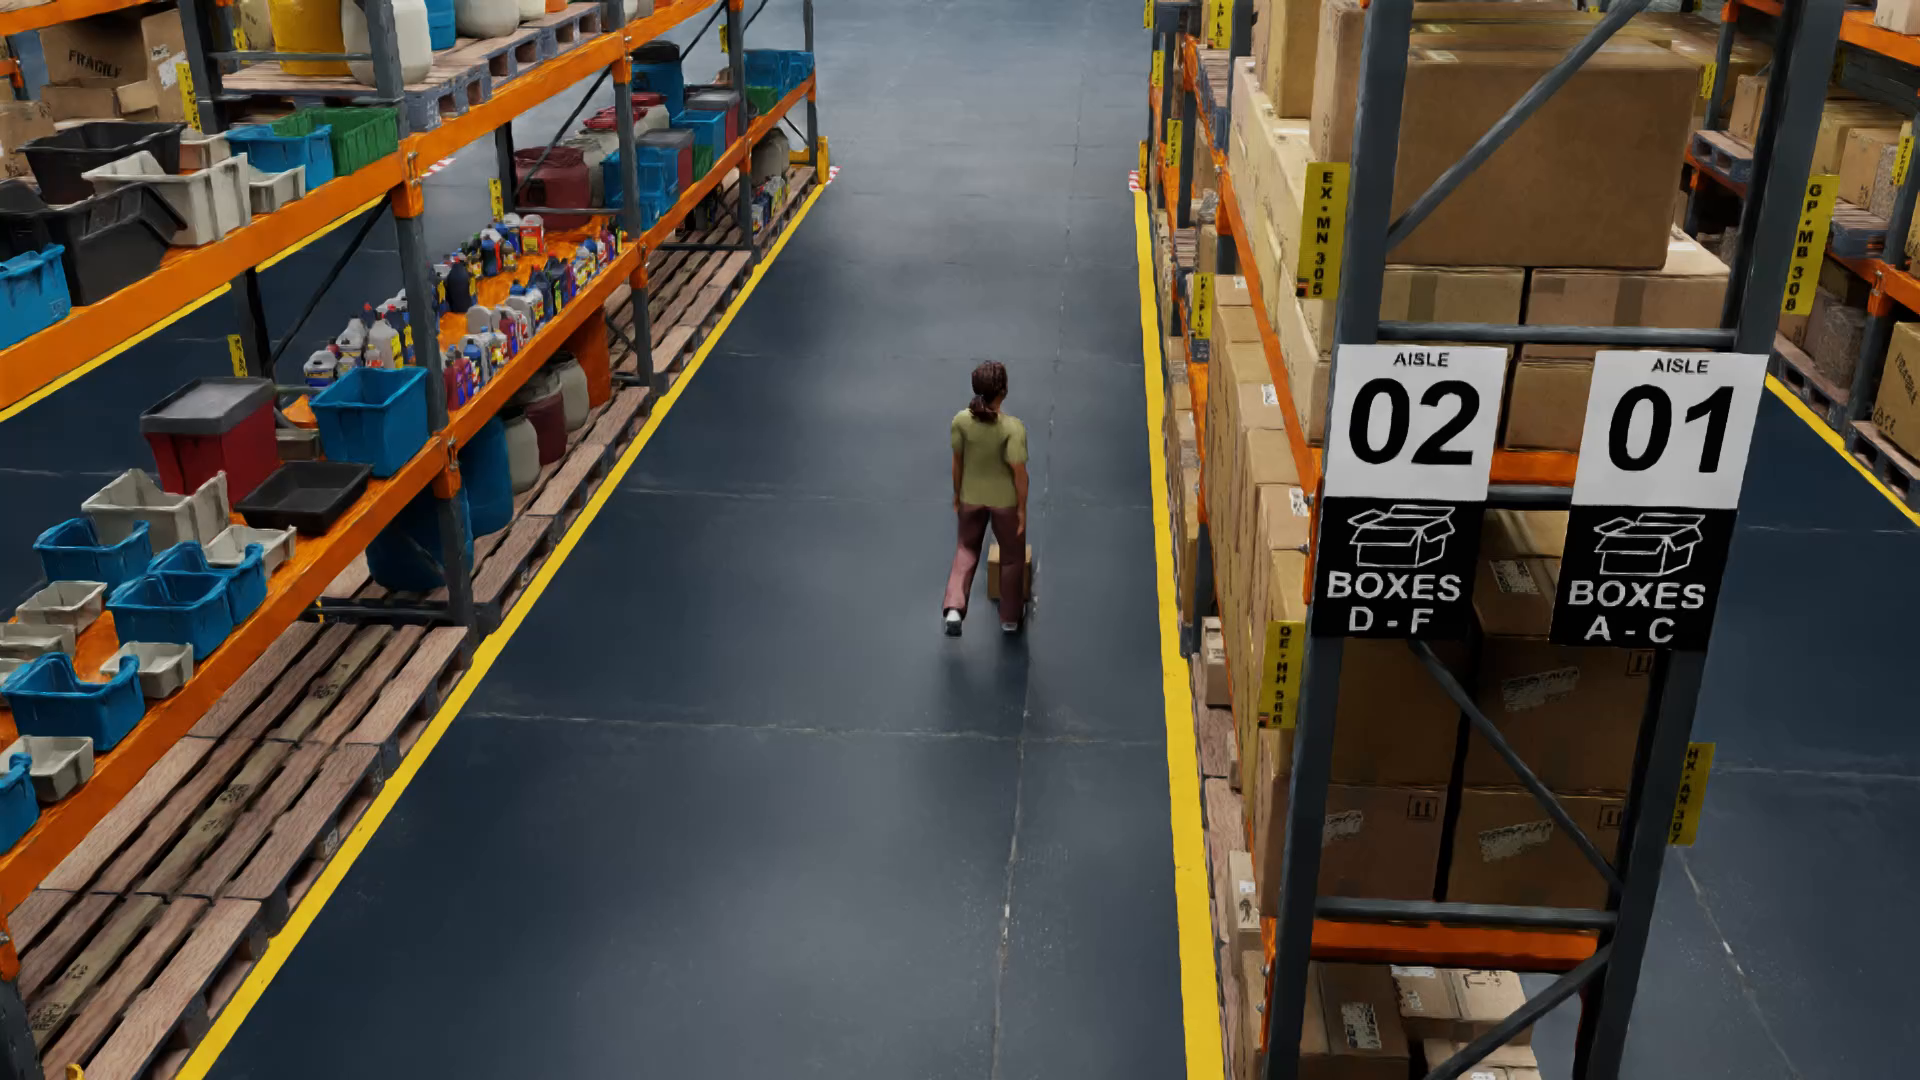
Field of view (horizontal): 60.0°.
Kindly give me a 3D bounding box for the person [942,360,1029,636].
[{"bbox_3d":[0.175,-0.211,9.044,0.461,1.650,0.754,7,26,16],"label":"person"}]
